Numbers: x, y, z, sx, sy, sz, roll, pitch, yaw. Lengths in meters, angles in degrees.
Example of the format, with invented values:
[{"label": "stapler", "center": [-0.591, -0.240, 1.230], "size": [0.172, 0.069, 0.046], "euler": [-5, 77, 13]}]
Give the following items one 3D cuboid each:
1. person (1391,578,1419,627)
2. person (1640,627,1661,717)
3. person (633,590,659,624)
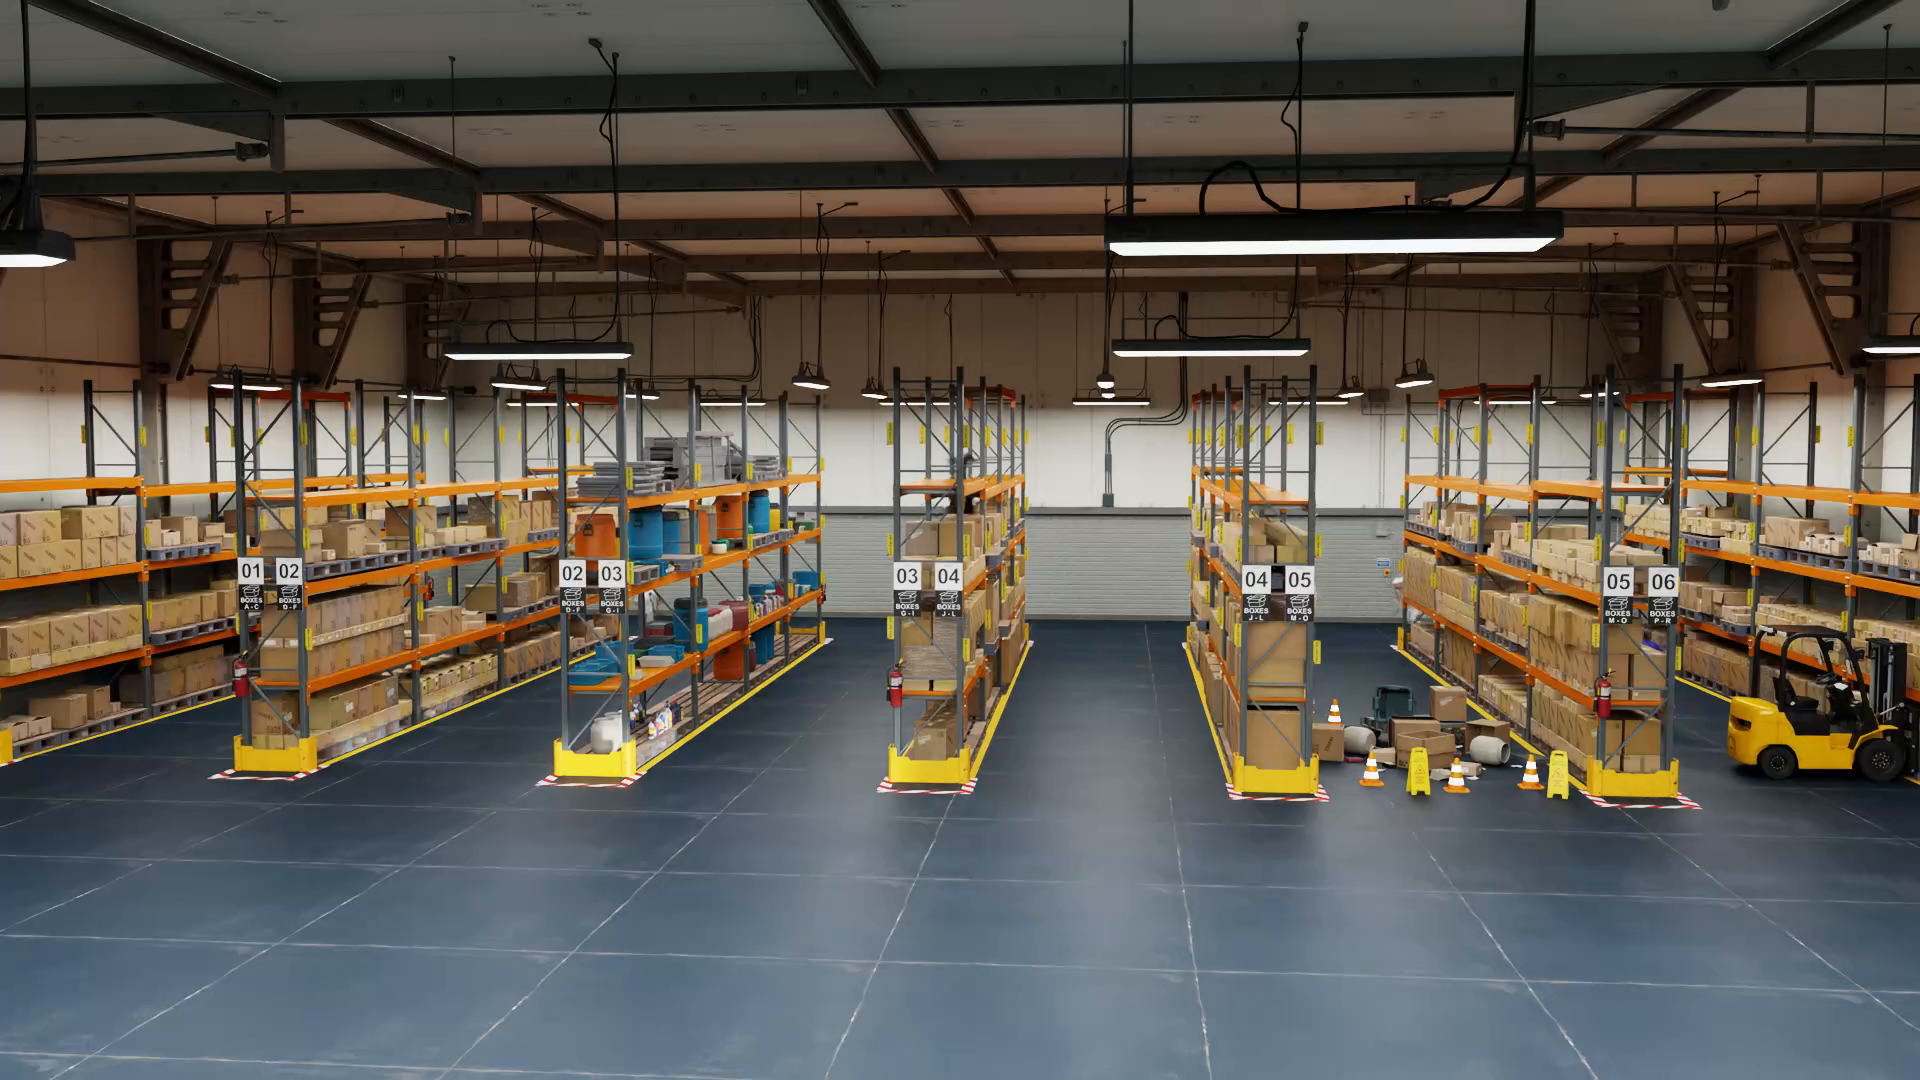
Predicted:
[{"label": "person", "center": [0.304, 1.762, 40.177], "size": [20.793, 1.505, 9.652], "euler": [-2, 4, -30]}, {"label": "person", "center": [12.119, 2.352, 29.403], "size": [0.575, 1.622, 0.866], "euler": [0, 4, 2]}, {"label": "person", "center": [-7.324, 1.739, 38.814], "size": [0.534, 1.739, 0.862], "euler": [0, 4, 4]}]
